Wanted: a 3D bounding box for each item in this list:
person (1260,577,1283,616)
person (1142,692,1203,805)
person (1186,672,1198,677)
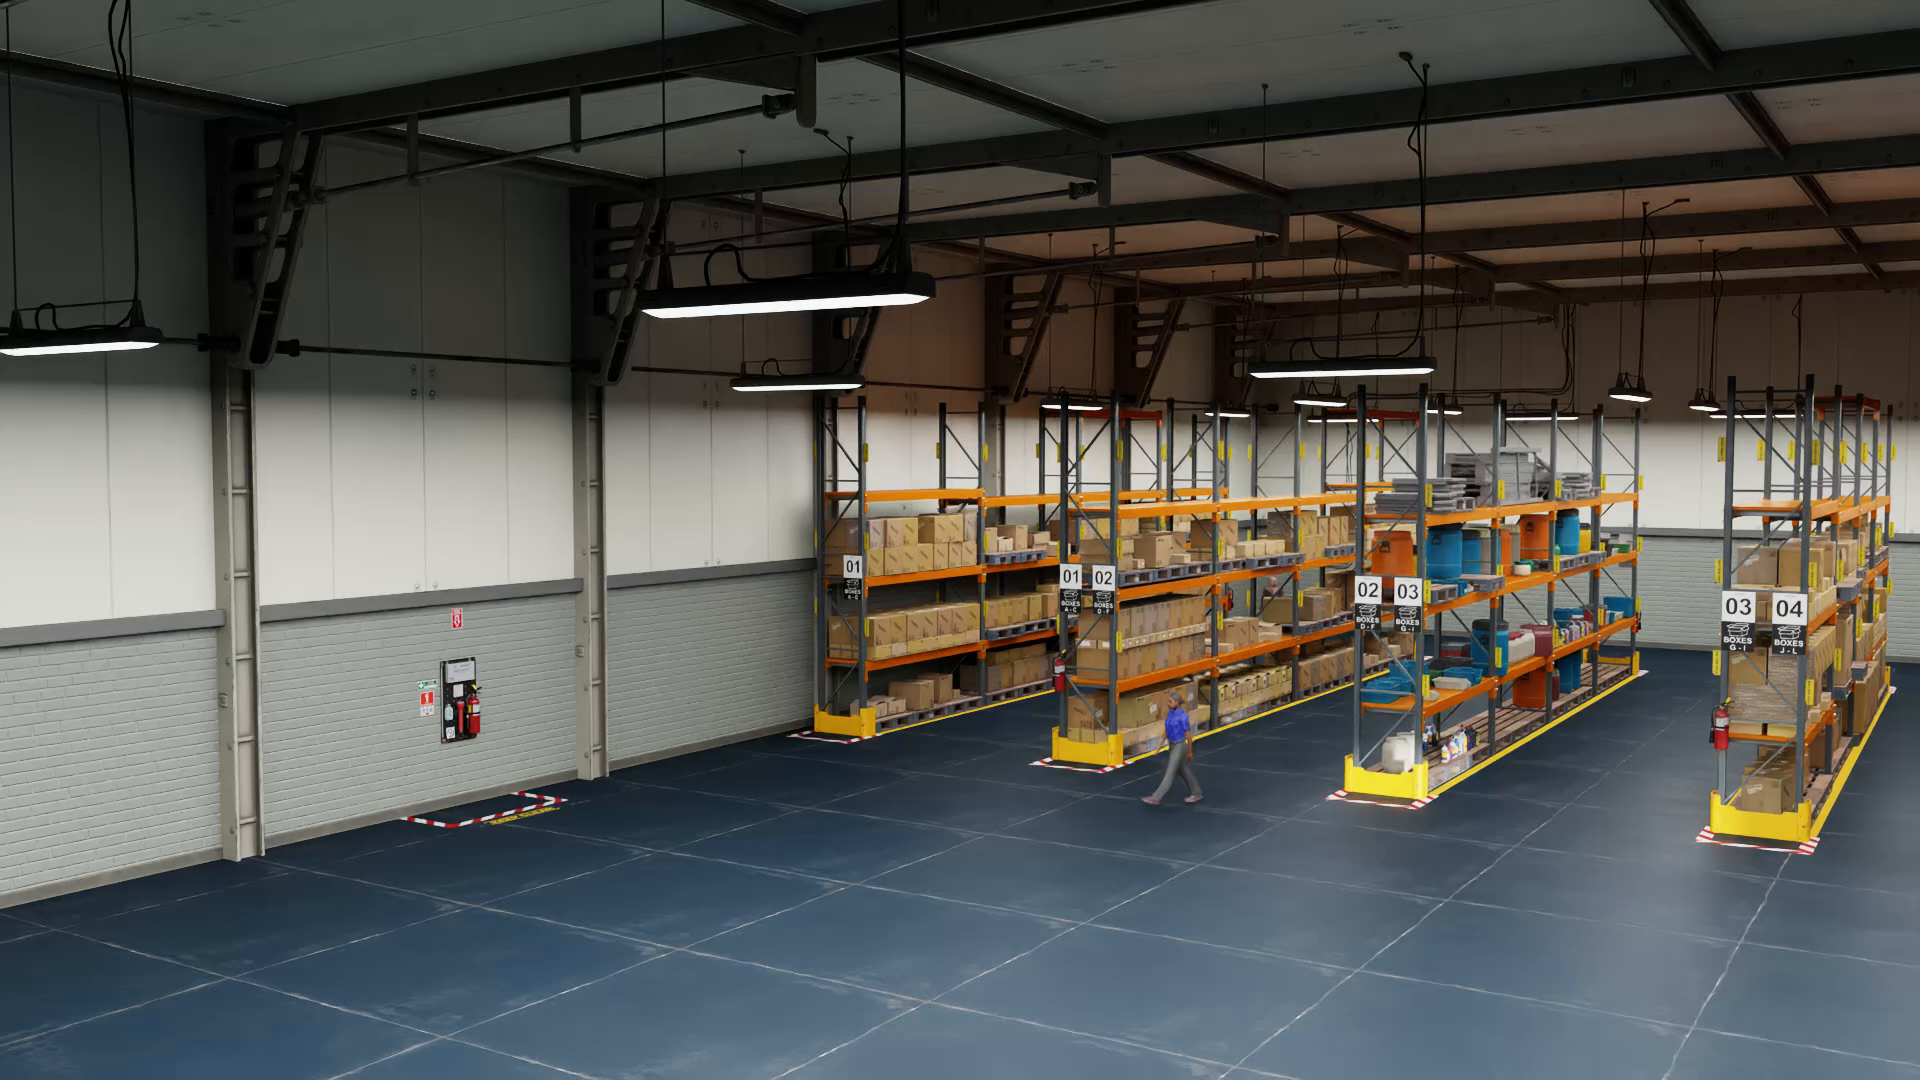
[{"bbox_3d":[8.283,1.828,44.173,0.557,1.718,1.206,-3,4,-40],"label":"person"},{"bbox_3d":[2.995,3.006,23.546,1.045,1.478,0.471,-1,3,-16],"label":"person"},{"bbox_3d":[4.829,2.341,34.665,0.704,1.693,0.730,3,4,41],"label":"person"}]
